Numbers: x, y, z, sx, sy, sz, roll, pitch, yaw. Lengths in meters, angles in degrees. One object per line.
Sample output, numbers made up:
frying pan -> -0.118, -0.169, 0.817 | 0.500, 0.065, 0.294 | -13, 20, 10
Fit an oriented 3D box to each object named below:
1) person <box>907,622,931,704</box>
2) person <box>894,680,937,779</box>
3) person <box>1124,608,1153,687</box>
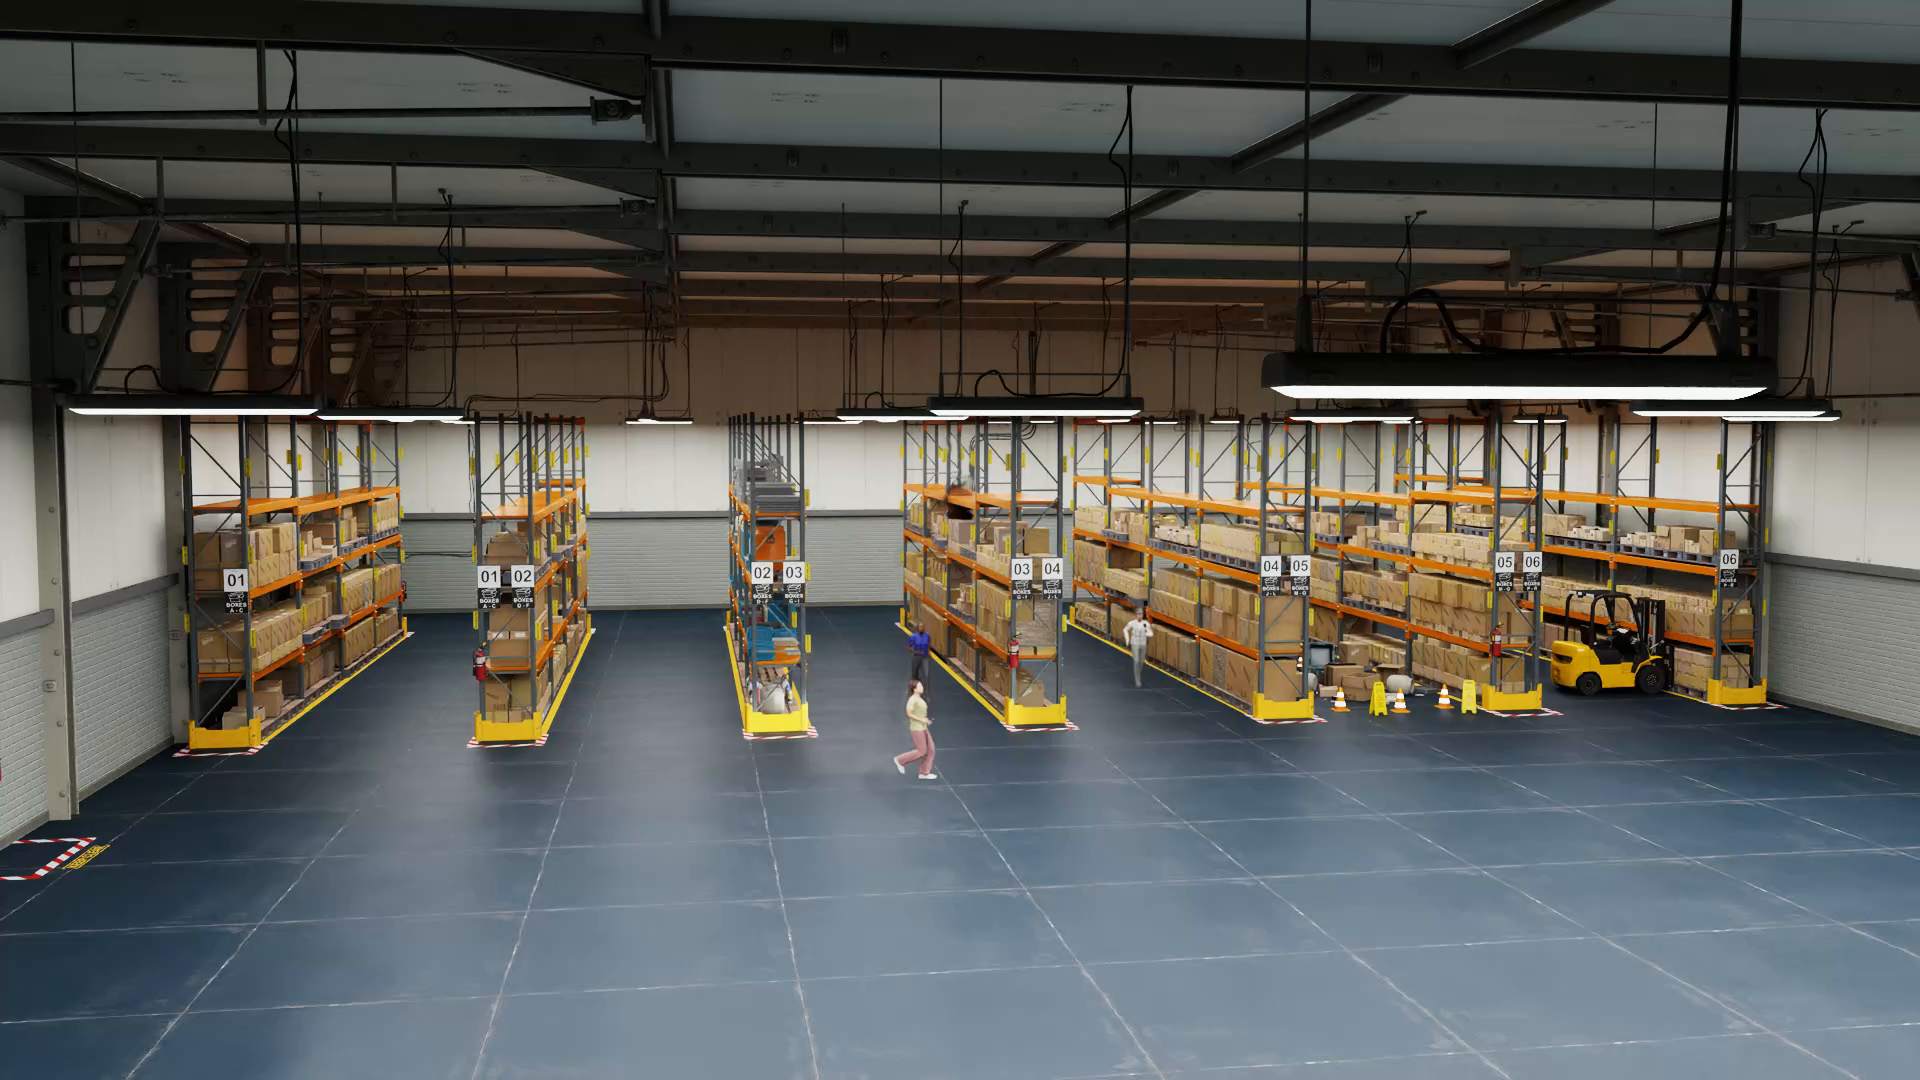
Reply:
person -> -0.864, 2.541, 34.838 | 0.525, 1.675, 1.068 | -1, 4, -10
person -> -0.713, 3.071, 27.012 | 0.702, 1.622, 0.584 | 1, 4, 13
person -> 3.966, 2.349, 36.807 | 0.600, 1.707, 0.849 | -1, 4, -8
